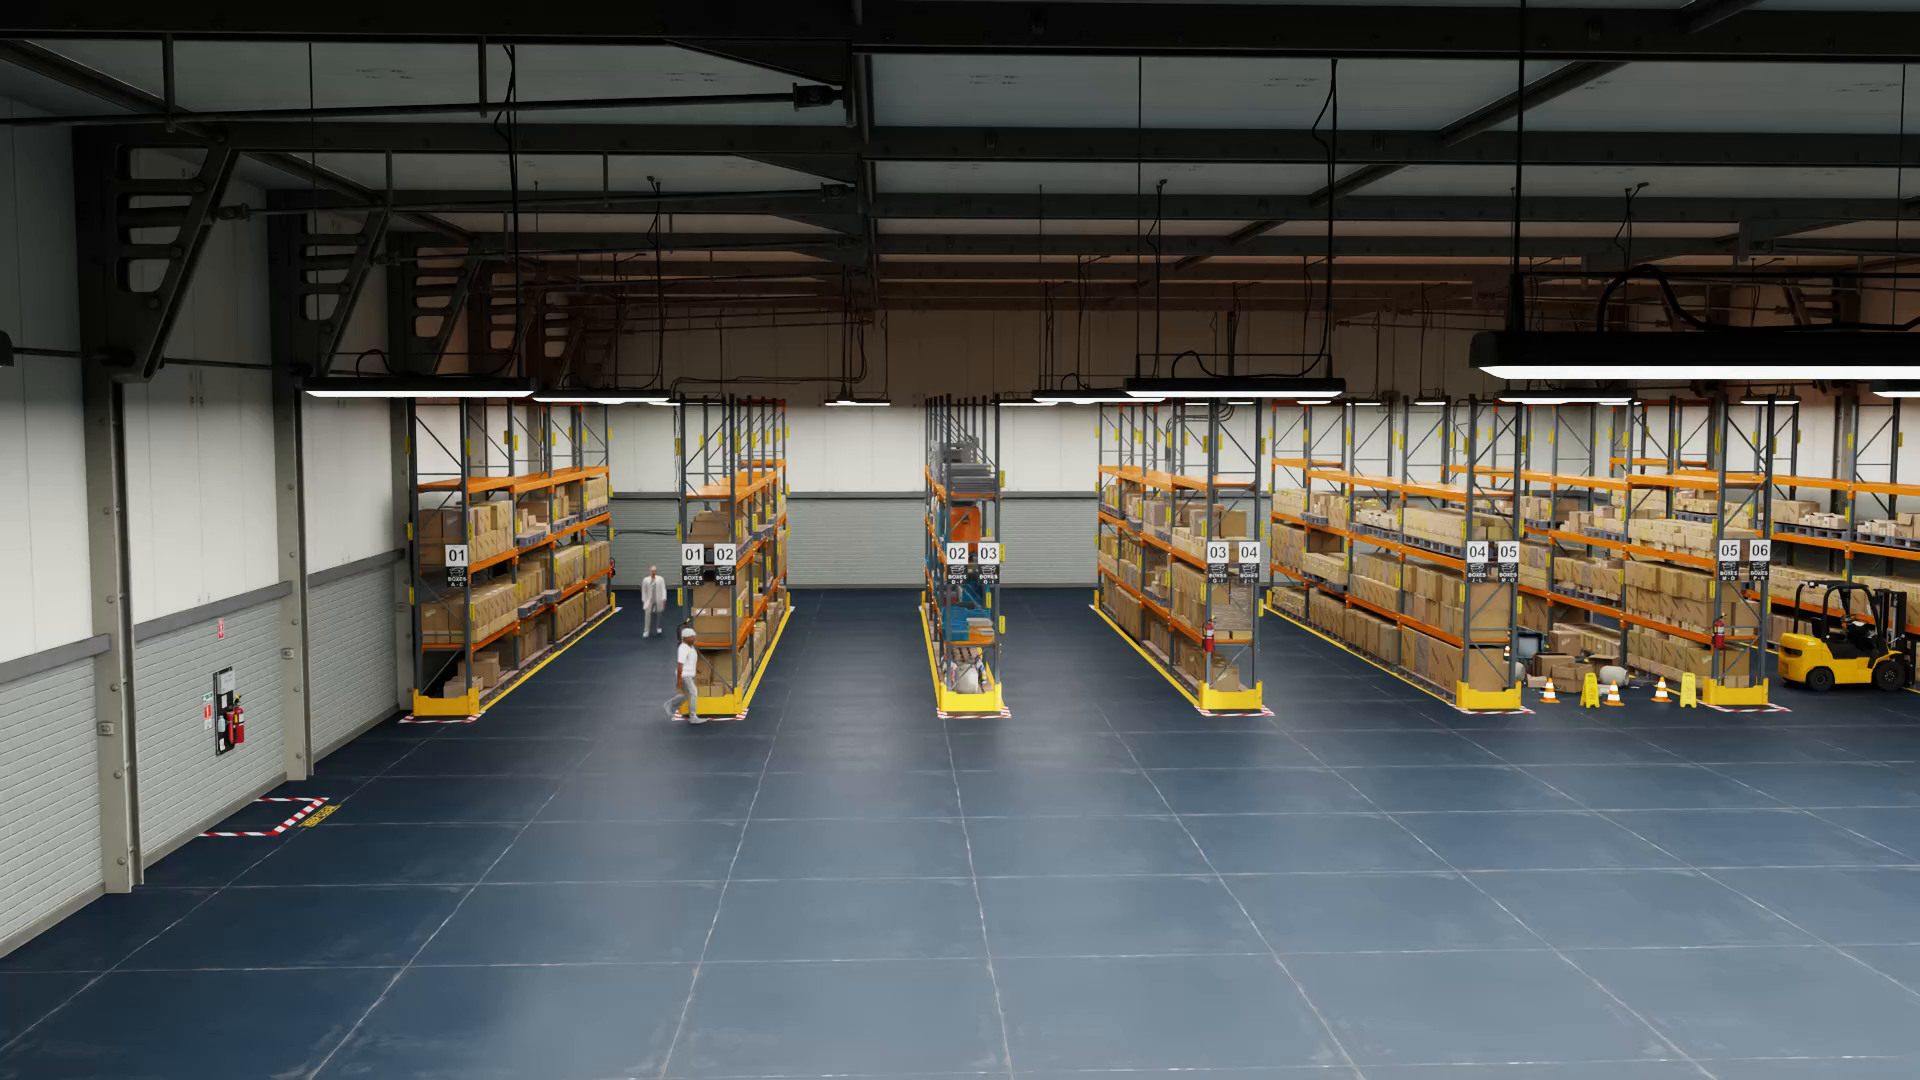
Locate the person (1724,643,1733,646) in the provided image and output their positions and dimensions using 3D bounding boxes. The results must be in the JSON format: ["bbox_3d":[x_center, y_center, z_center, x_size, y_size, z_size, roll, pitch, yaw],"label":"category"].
[{"bbox_3d":[16.701,2.006,36.241,0.549,1.733,0.447,-2,5,-21],"label":"person"}]

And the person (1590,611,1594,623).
[{"bbox_3d":[16.595,1.391,43.991,0.574,1.811,0.401,-3,5,-31],"label":"person"}]

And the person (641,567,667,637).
[{"bbox_3d":[-7.701,1.529,41.828,0.648,1.709,1.128,0,5,-4],"label":"person"}]

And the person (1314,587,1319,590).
[{"bbox_3d":[11.103,0.730,51.815,0.552,1.761,0.612,4,6,43],"label":"person"}]

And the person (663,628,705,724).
[{"bbox_3d":[-5.038,2.459,30.253,0.911,1.736,0.582,1,5,13],"label":"person"}]
